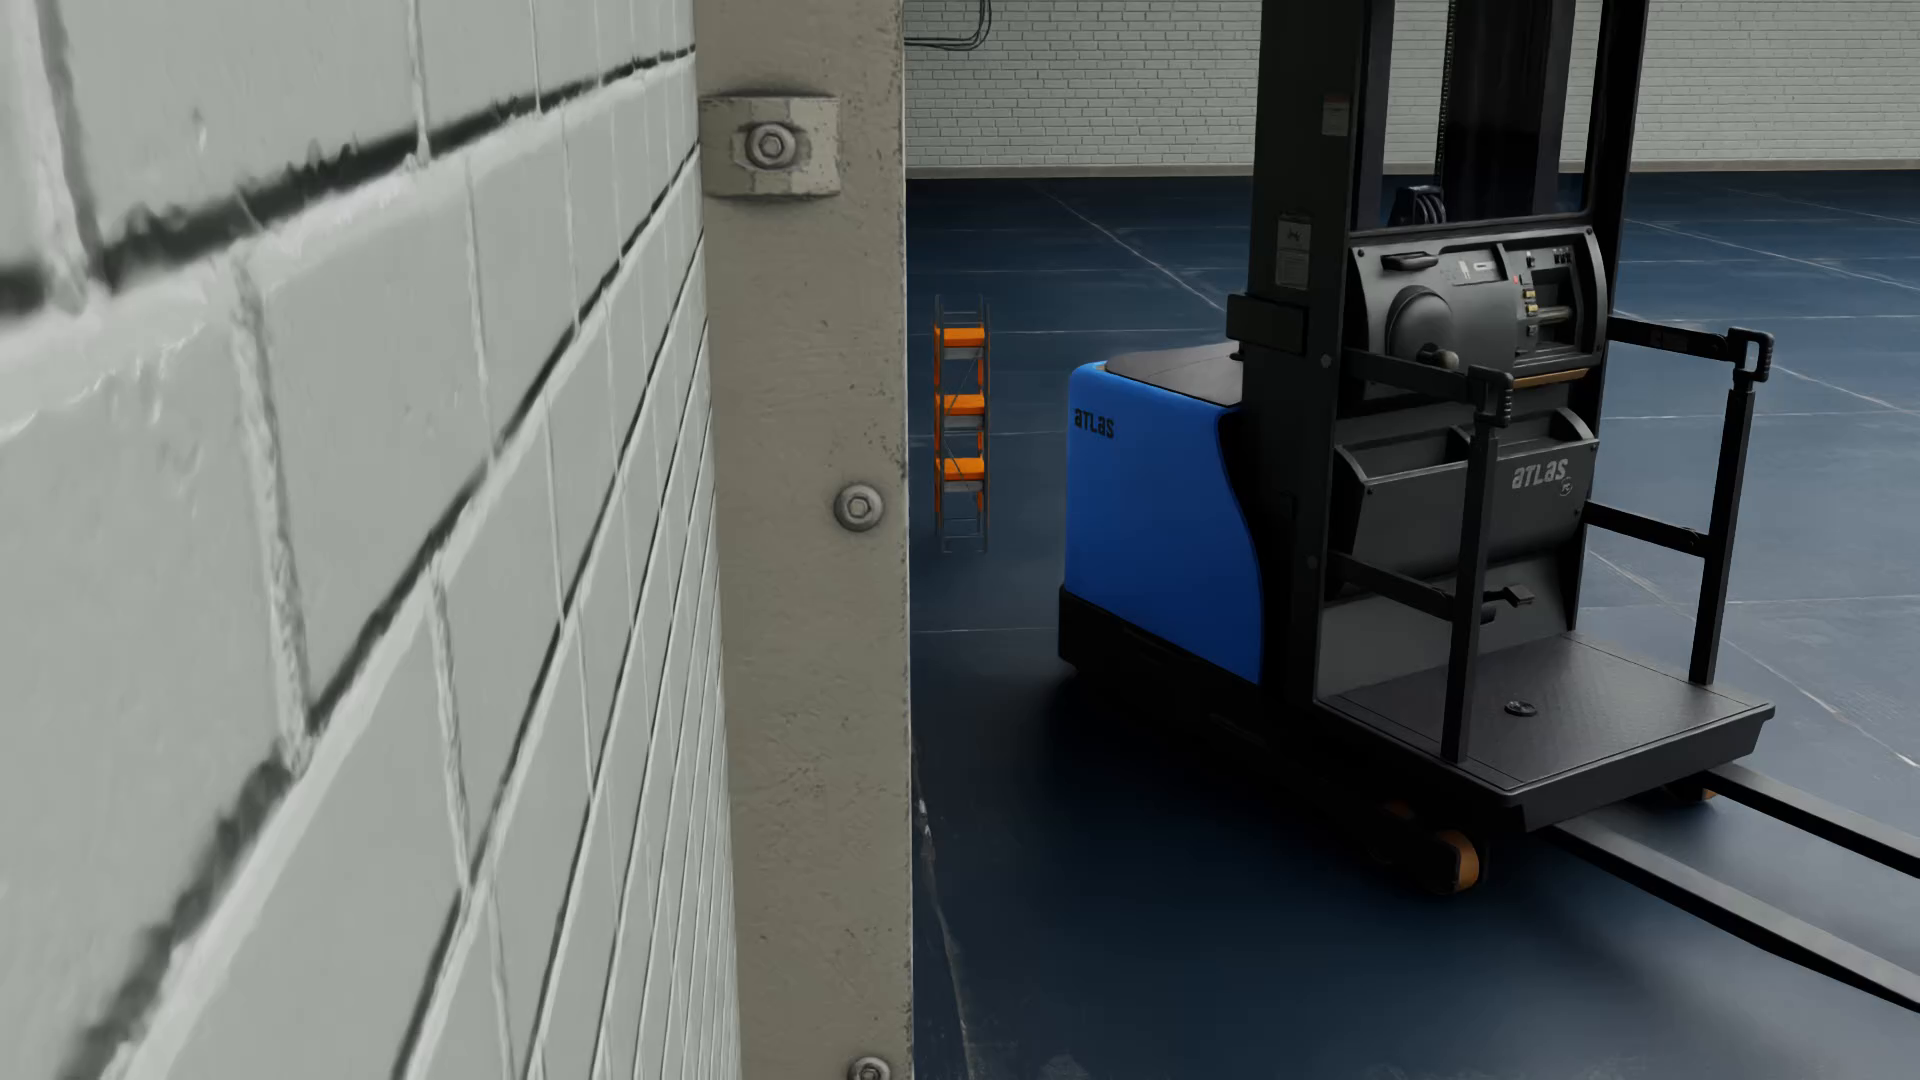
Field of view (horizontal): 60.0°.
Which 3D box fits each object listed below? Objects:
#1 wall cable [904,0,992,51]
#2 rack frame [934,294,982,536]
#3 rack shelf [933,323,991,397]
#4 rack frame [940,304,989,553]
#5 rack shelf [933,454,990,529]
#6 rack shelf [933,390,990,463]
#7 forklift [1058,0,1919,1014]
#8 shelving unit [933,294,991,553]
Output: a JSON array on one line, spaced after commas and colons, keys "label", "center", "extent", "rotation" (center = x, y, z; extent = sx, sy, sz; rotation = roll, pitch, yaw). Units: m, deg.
[{"label": "wall cable", "center": [-1.100, -7.849, 22.337], "extent": [3.097, 2.526, 0.112], "rotation": [-2, 18, -6]}, {"label": "rack frame", "center": [-0.007, -0.521, 7.085], "extent": [0.200, 1.050, 0.008], "rotation": [-2, 18, -6]}, {"label": "rack shelf", "center": [0.006, -0.746, 6.887], "extent": [0.215, 0.259, 0.240], "rotation": [-2, 18, -6]}, {"label": "rack frame", "center": [0.018, -0.449, 6.853], "extent": [0.200, 1.050, 0.008], "rotation": [-2, 18, -6]}, {"label": "rack shelf", "center": [0.006, -0.210, 7.055], "extent": [0.215, 0.259, 0.240], "rotation": [-2, 18, -6]}, {"label": "rack shelf", "center": [0.006, -0.475, 6.972], "extent": [0.215, 0.259, 0.240], "rotation": [-2, 18, -6]}, {"label": "forklift", "center": [1.532, -0.645, 4.337], "extent": [1.130, 2.935, 3.031], "rotation": [-10, 20, -30]}, {"label": "shelving unit", "center": [0.006, -0.485, 6.969], "extent": [0.215, 1.050, 0.252], "rotation": [-2, 18, -6]}]
